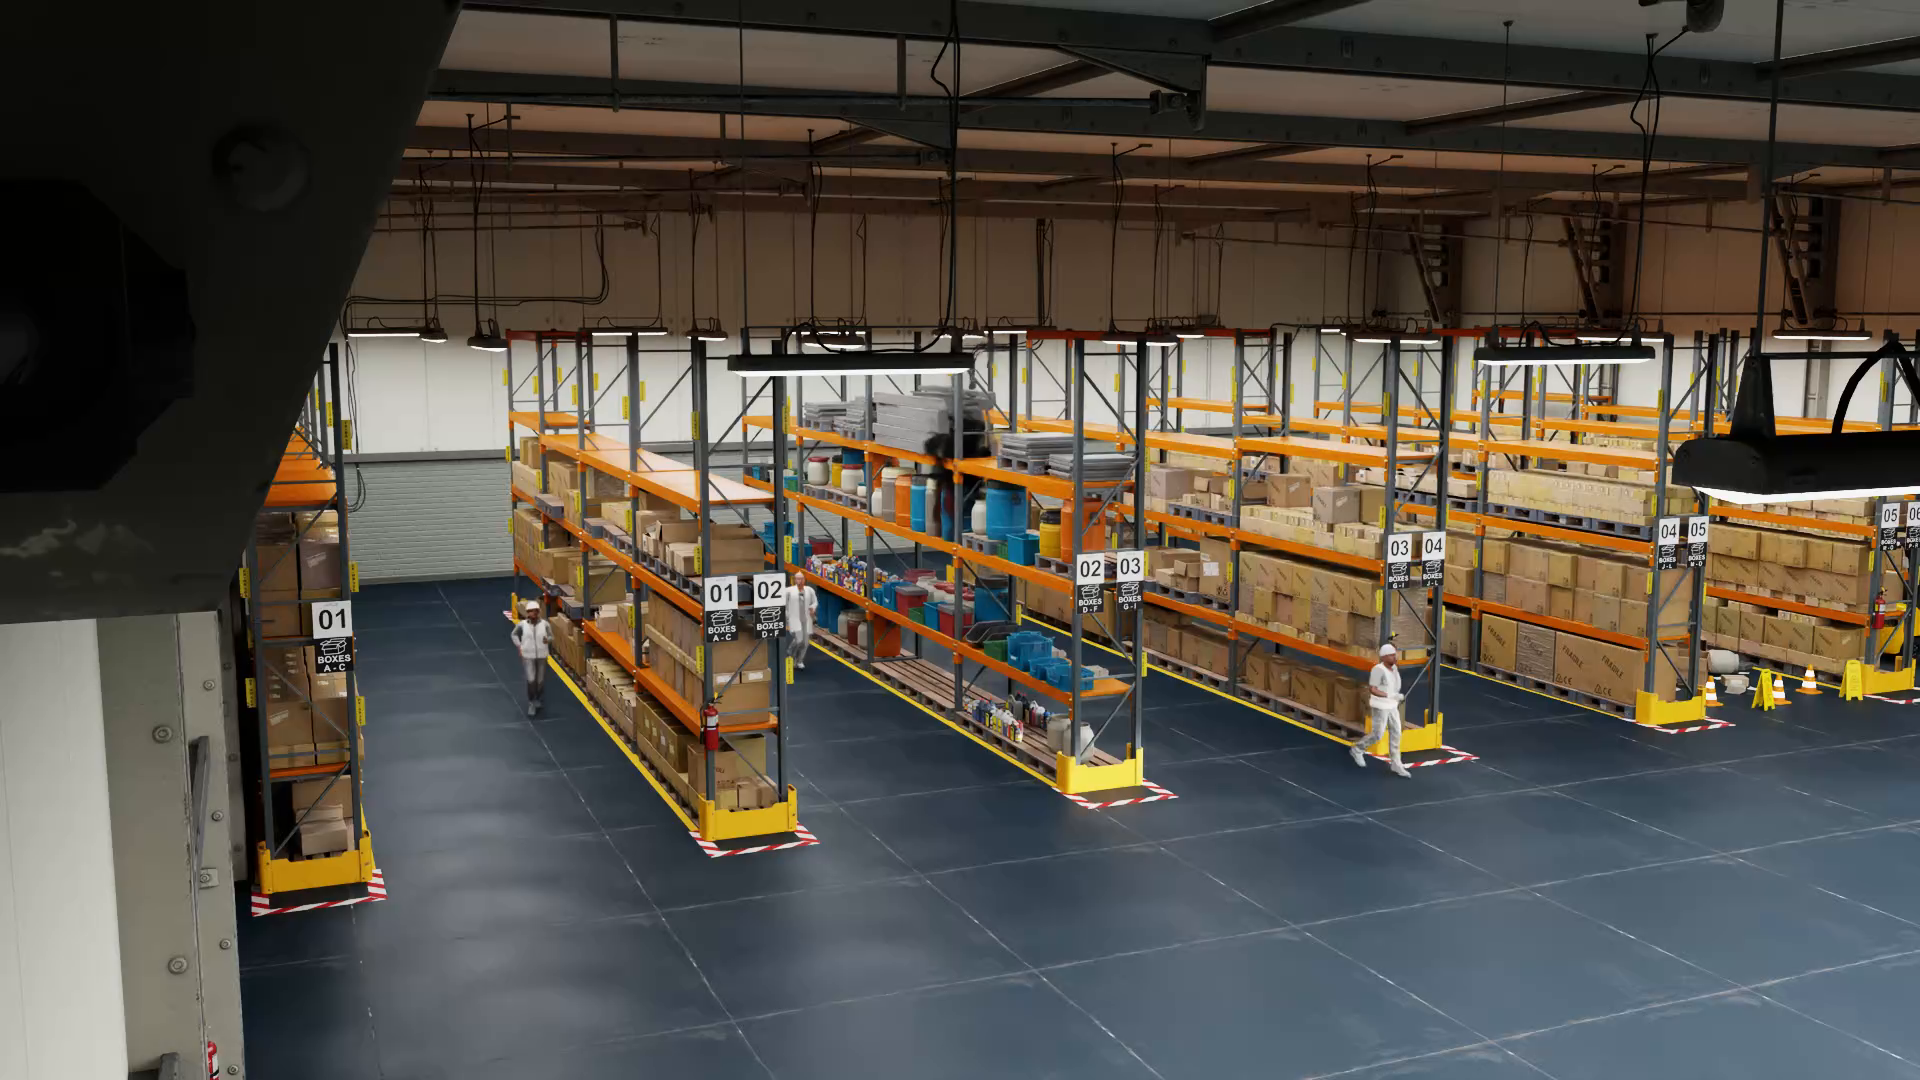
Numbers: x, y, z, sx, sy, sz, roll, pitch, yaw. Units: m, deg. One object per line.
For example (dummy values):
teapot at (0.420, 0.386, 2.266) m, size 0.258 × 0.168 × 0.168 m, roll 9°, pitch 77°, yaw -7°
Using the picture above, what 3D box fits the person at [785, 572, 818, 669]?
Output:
person at (-2.830, 1.448, 29.547) m, size 0.704 × 1.734 × 0.653 m, roll -4°, pitch 9°, yaw -26°

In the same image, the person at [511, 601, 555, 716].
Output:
person at (-6.746, 1.880, 26.384) m, size 0.636 × 1.815 × 0.706 m, roll -4°, pitch 9°, yaw -24°

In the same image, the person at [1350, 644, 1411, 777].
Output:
person at (5.850, 2.325, 22.991) m, size 0.879 × 1.806 × 0.707 m, roll 8°, pitch 11°, yaw 44°
